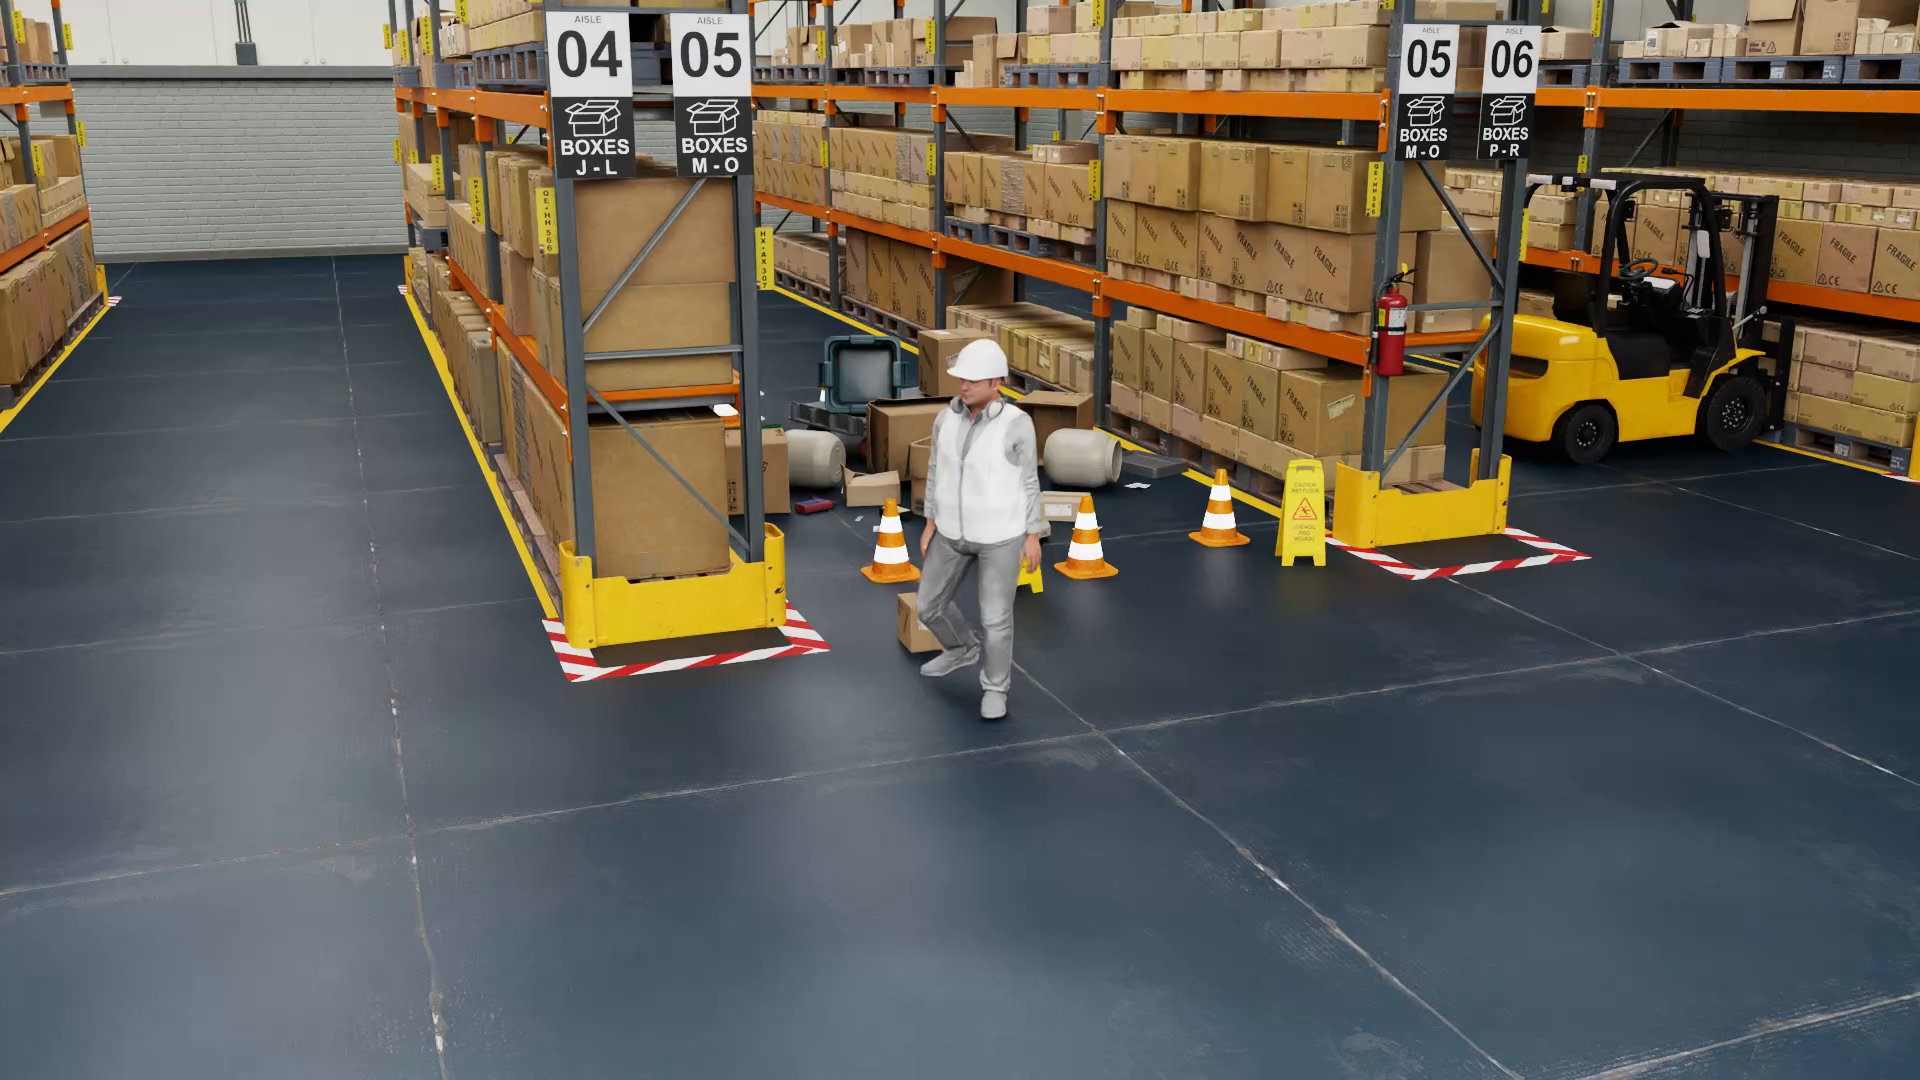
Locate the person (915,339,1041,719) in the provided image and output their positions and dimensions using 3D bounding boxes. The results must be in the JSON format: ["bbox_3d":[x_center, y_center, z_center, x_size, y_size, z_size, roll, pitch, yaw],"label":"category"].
[{"bbox_3d":[0.056,-0.067,7.677,0.690,1.759,0.517,9,18,29],"label":"person"}]
